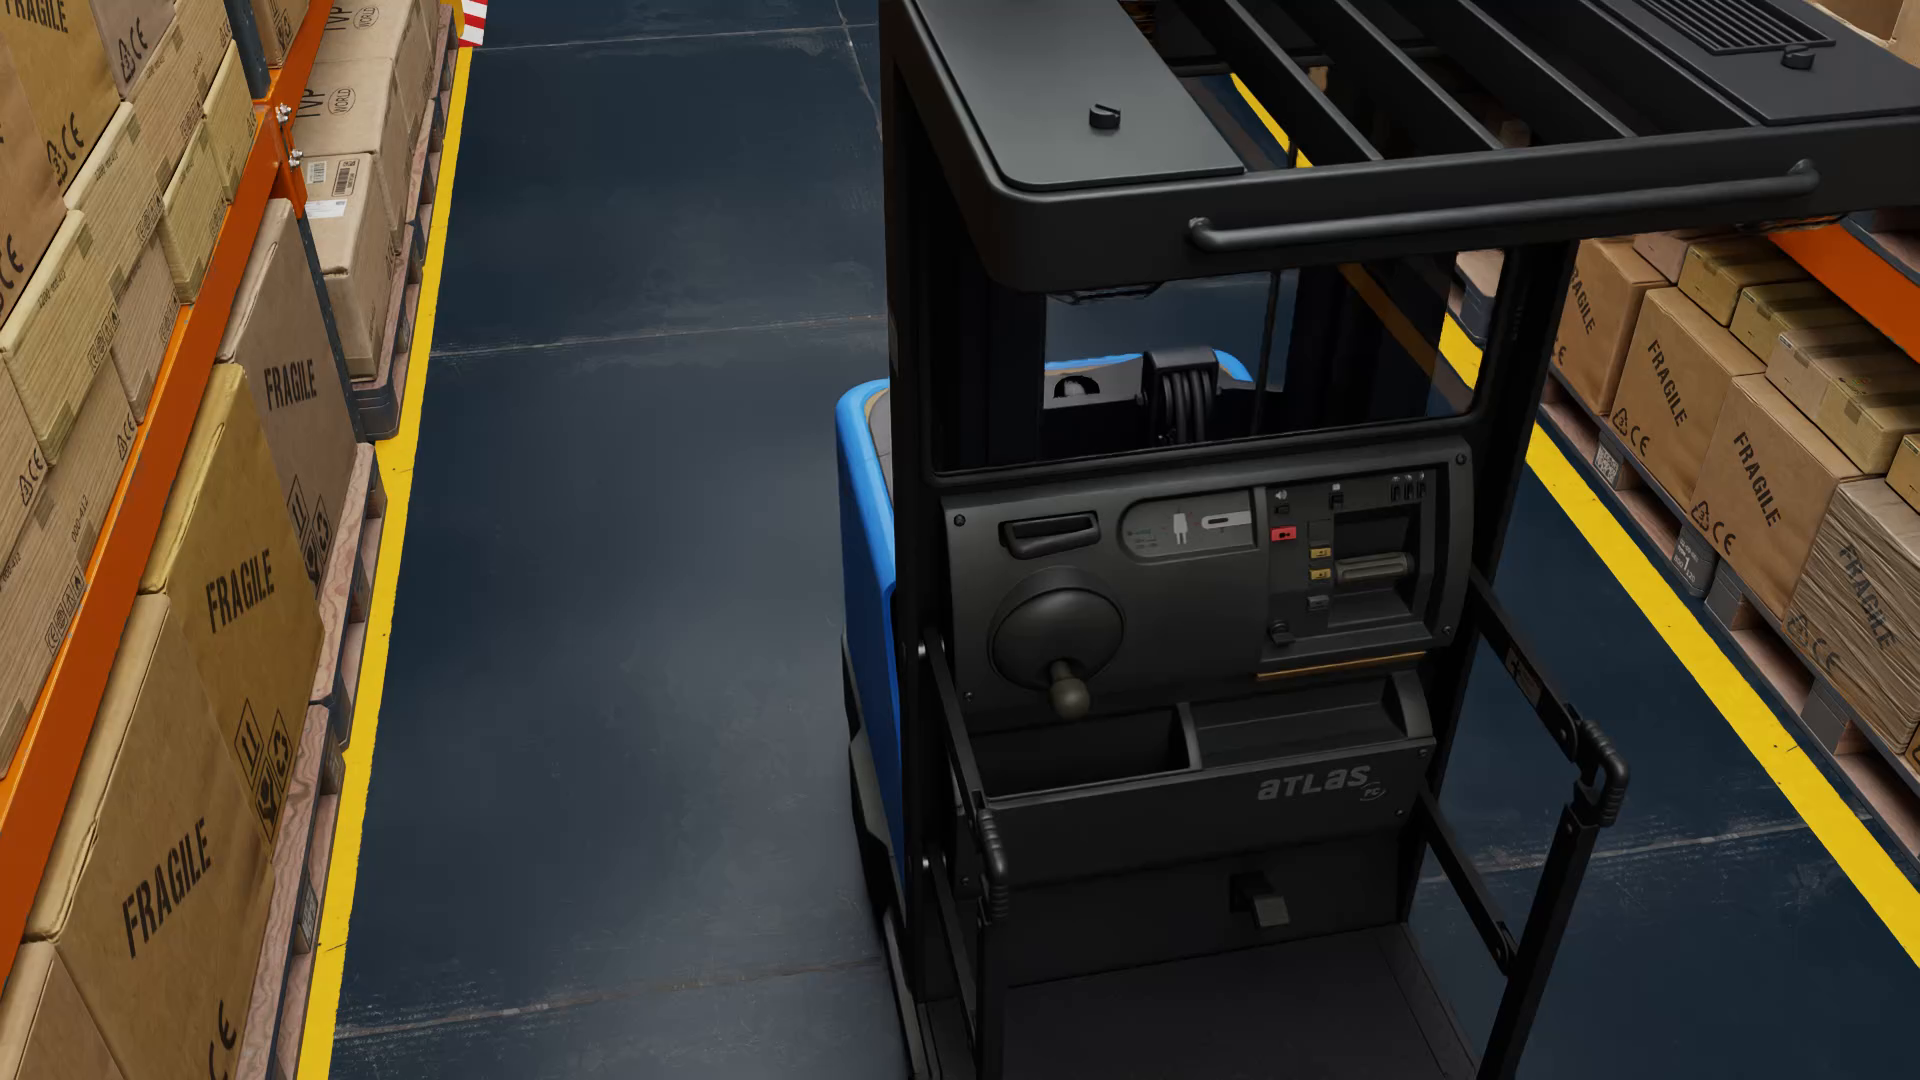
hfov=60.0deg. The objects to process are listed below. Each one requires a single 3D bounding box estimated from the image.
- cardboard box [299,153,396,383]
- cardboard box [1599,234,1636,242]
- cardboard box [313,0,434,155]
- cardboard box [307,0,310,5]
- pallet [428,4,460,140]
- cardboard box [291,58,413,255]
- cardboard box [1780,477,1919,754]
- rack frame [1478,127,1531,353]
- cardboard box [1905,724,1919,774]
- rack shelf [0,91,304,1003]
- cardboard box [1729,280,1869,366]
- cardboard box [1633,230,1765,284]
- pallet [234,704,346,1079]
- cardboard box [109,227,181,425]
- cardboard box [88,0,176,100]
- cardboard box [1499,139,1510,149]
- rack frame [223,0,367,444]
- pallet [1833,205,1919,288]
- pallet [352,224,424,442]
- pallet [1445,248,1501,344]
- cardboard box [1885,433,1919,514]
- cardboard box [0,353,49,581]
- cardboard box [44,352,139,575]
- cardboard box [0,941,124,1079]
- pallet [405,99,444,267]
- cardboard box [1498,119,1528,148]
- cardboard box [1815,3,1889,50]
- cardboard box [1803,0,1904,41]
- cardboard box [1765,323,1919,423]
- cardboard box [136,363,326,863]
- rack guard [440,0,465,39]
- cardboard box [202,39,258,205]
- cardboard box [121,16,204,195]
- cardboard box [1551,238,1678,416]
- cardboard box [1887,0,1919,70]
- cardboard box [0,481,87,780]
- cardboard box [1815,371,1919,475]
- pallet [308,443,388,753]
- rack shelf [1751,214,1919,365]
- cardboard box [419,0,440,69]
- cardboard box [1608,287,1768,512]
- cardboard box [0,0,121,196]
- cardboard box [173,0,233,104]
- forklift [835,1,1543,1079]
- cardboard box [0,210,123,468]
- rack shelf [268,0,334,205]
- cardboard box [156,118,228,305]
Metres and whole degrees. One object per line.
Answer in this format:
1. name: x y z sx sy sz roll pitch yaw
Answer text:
1. cardboard box: -2.470 -0.916 5.730 0.875 0.438 0.875 -7 38 -9
2. cardboard box: 2.221 -1.097 5.383 0.380 0.149 0.250 -5 38 -6
3. cardboard box: -2.784 -2.001 7.127 0.875 0.438 0.875 -5 38 -7
4. cardboard box: -2.374 -2.027 5.332 0.500 0.500 0.500 -6 38 -8
5. pallet: -2.950 -2.211 7.925 1.003 0.211 1.213 -6 38 -8
6. cardboard box: -2.628 -1.457 6.426 0.875 0.438 0.875 -7 38 -9
7. cardboard box: 2.555 0.167 4.286 0.500 0.500 0.500 -8 38 -10
8. rack frame: 2.420 -1.907 5.260 1.000 3.000 0.127 -6 38 -8
9. cardboard box: 2.664 0.478 3.884 0.500 0.500 0.500 -5 38 -6
10. rack shelf: -2.115 0.121 3.236 1.077 0.370 4.000 -6 38 -8
11. cardboard box: 2.464 -0.620 4.770 0.380 0.149 0.250 -7 38 -9
12. cardboard box: 2.346 -0.938 5.179 0.380 0.149 0.250 -7 38 -9
13. pallet: -2.039 0.926 3.886 1.003 0.211 1.213 -6 38 -8
14. cardboard box: -1.981 -0.454 3.511 0.500 0.250 0.500 -7 38 -9
15. cardboard box: -2.042 -1.251 3.519 0.500 0.500 0.500 -6 38 -7
16. cardboard box: 1.971 -1.514 6.640 0.396 0.266 0.258 -5 38 -6
17. rack frame: -2.466 -1.371 4.570 1.000 3.000 0.127 -6 38 -8
18. pallet: 2.776 -0.590 3.720 1.003 0.211 1.213 -6 38 -8
19. pallet: -2.522 -0.738 6.028 1.003 0.211 1.213 -6 38 -8
20. pallet: 2.301 -1.221 6.650 1.003 0.211 1.213 -6 38 -8
21. cardboard box: 2.588 -0.155 4.171 0.380 0.149 0.250 -6 38 -8
22. cardboard box: -1.775 -0.041 2.572 0.500 0.250 0.500 -6 38 -8
23. cardboard box: -1.886 -0.142 3.110 0.500 0.250 0.500 -6 38 -8
24. cardboard box: -1.804 1.292 2.532 0.875 0.875 0.875 -7 38 -8
25. pallet: -2.739 -1.476 6.978 1.003 0.211 1.213 -6 38 -8
26. cardboard box: 2.461 -1.634 6.889 0.380 0.149 0.250 -7 38 -9
27. cardboard box: 2.286 -1.140 4.039 0.396 0.266 0.258 -4 38 -6
28. cardboard box: 2.376 -1.484 4.291 0.700 0.500 0.500 -6 38 -7
29. cardboard box: 2.471 -0.465 4.570 0.380 0.149 0.250 -6 38 -8
30. cardboard box: -2.112 0.213 3.921 0.875 0.875 0.875 -5 38 -7
31. rack guard: -3.171 -2.815 8.465 1.175 0.500 0.348 -6 38 -8
32. cardboard box: -2.139 -1.068 4.302 0.500 0.250 0.500 -7 38 -9
33. cardboard box: -2.054 -0.968 3.766 0.500 0.250 0.500 -5 38 -7
34. cardboard box: 2.284 -0.770 5.491 0.500 0.500 0.500 -5 38 -6
35. cardboard box: 2.513 -1.010 3.681 0.700 0.500 0.500 -6 38 -8
36. cardboard box: -1.796 0.156 2.727 0.500 0.250 0.500 -5 38 -6
37. cardboard box: 2.512 -0.315 4.377 0.380 0.149 0.250 -5 38 -6
38. pallet: -2.256 0.188 4.836 1.003 0.211 1.213 -6 38 -8
39. rack shelf: 2.771 -0.415 3.926 1.077 0.370 4.000 -6 38 -8
40. cardboard box: -2.953 -2.553 7.838 0.875 0.438 0.875 -7 38 -9
41. cardboard box: 2.387 -0.449 5.078 0.500 0.500 0.500 -7 38 -9
42. cardboard box: -1.973 -0.943 3.122 0.500 0.500 0.500 -5 38 -7
43. cardboard box: -2.149 -1.269 4.154 0.500 0.250 0.500 -6 38 -8
44. forklift: 0.480 0.140 2.681 1.130 2.935 3.031 -7 38 -9
45. cardboard box: -1.851 -0.348 2.968 0.500 0.250 0.500 -6 38 -7
46. rack shelf: -2.816 -2.295 6.346 1.077 0.370 4.000 -6 38 -8
47. cardboard box: -2.051 -0.760 3.906 0.500 0.250 0.500 -7 38 -9
